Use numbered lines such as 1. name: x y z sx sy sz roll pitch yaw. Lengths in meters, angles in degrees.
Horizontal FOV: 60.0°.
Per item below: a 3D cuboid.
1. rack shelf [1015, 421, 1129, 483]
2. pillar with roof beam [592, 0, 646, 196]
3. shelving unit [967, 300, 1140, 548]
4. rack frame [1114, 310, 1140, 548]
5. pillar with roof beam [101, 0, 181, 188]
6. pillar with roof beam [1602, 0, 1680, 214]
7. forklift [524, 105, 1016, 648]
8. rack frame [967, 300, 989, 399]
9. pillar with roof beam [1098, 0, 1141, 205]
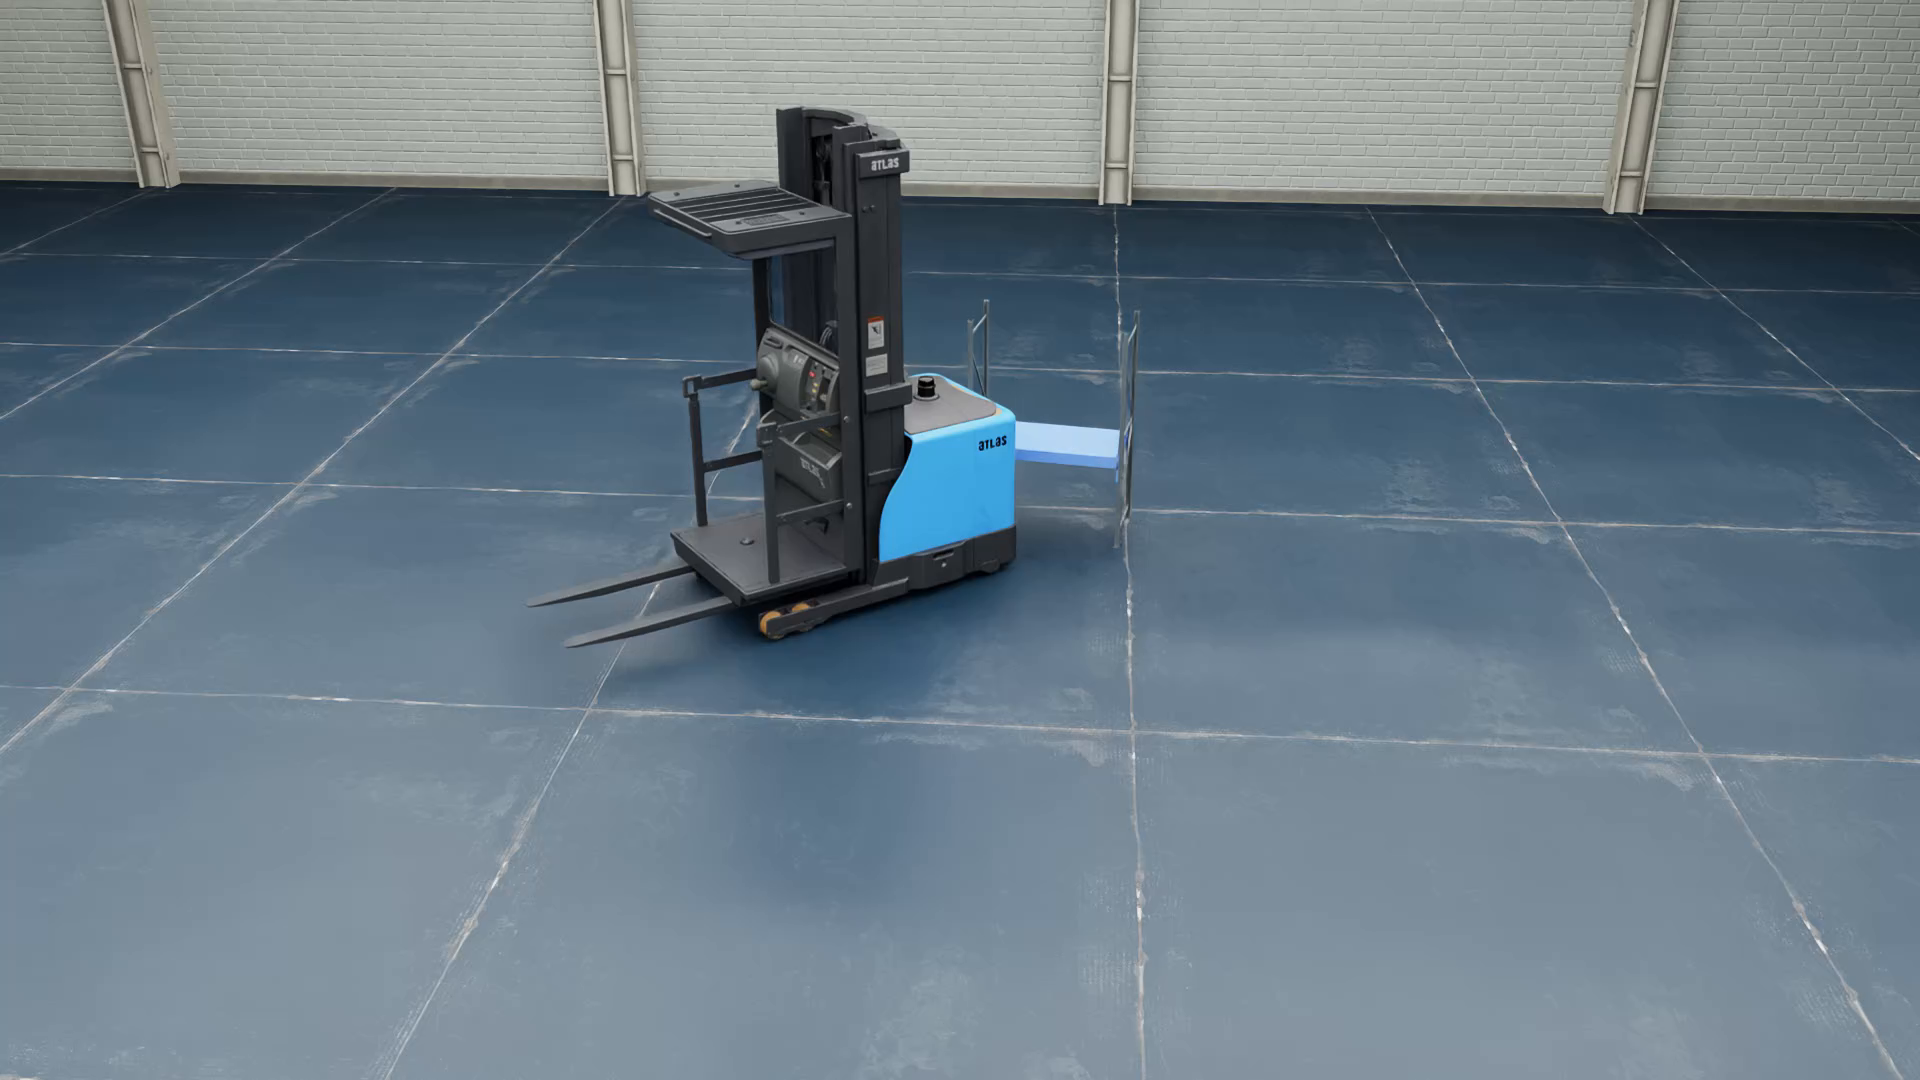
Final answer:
1. rack shelf: 0.615 -0.615 11.224 1.000 0.185 0.538 6 25 13
2. pillar with roof beam: -4.434 -6.583 14.792 0.400 9.000 9.100 2 25 4
3. shelving unit: 0.615 -0.779 11.148 1.048 1.500 0.538 6 25 13
4. rack frame: 1.108 -0.728 11.037 0.032 1.500 0.500 6 25 13
5. pillar with roof beam: -10.416 -6.775 15.209 0.400 9.000 9.100 2 25 4
6. pillar with roof beam: 7.531 -6.199 13.958 0.400 9.000 9.100 2 25 4
7. forklift: -1.148 -0.986 9.886 3.031 2.935 1.130 -15 29 -30
8. rack frame: 0.121 -0.830 11.260 0.032 1.500 0.500 6 25 13
9. pillar with roof beam: 1.549 -6.391 14.375 0.400 9.000 9.100 2 25 4
